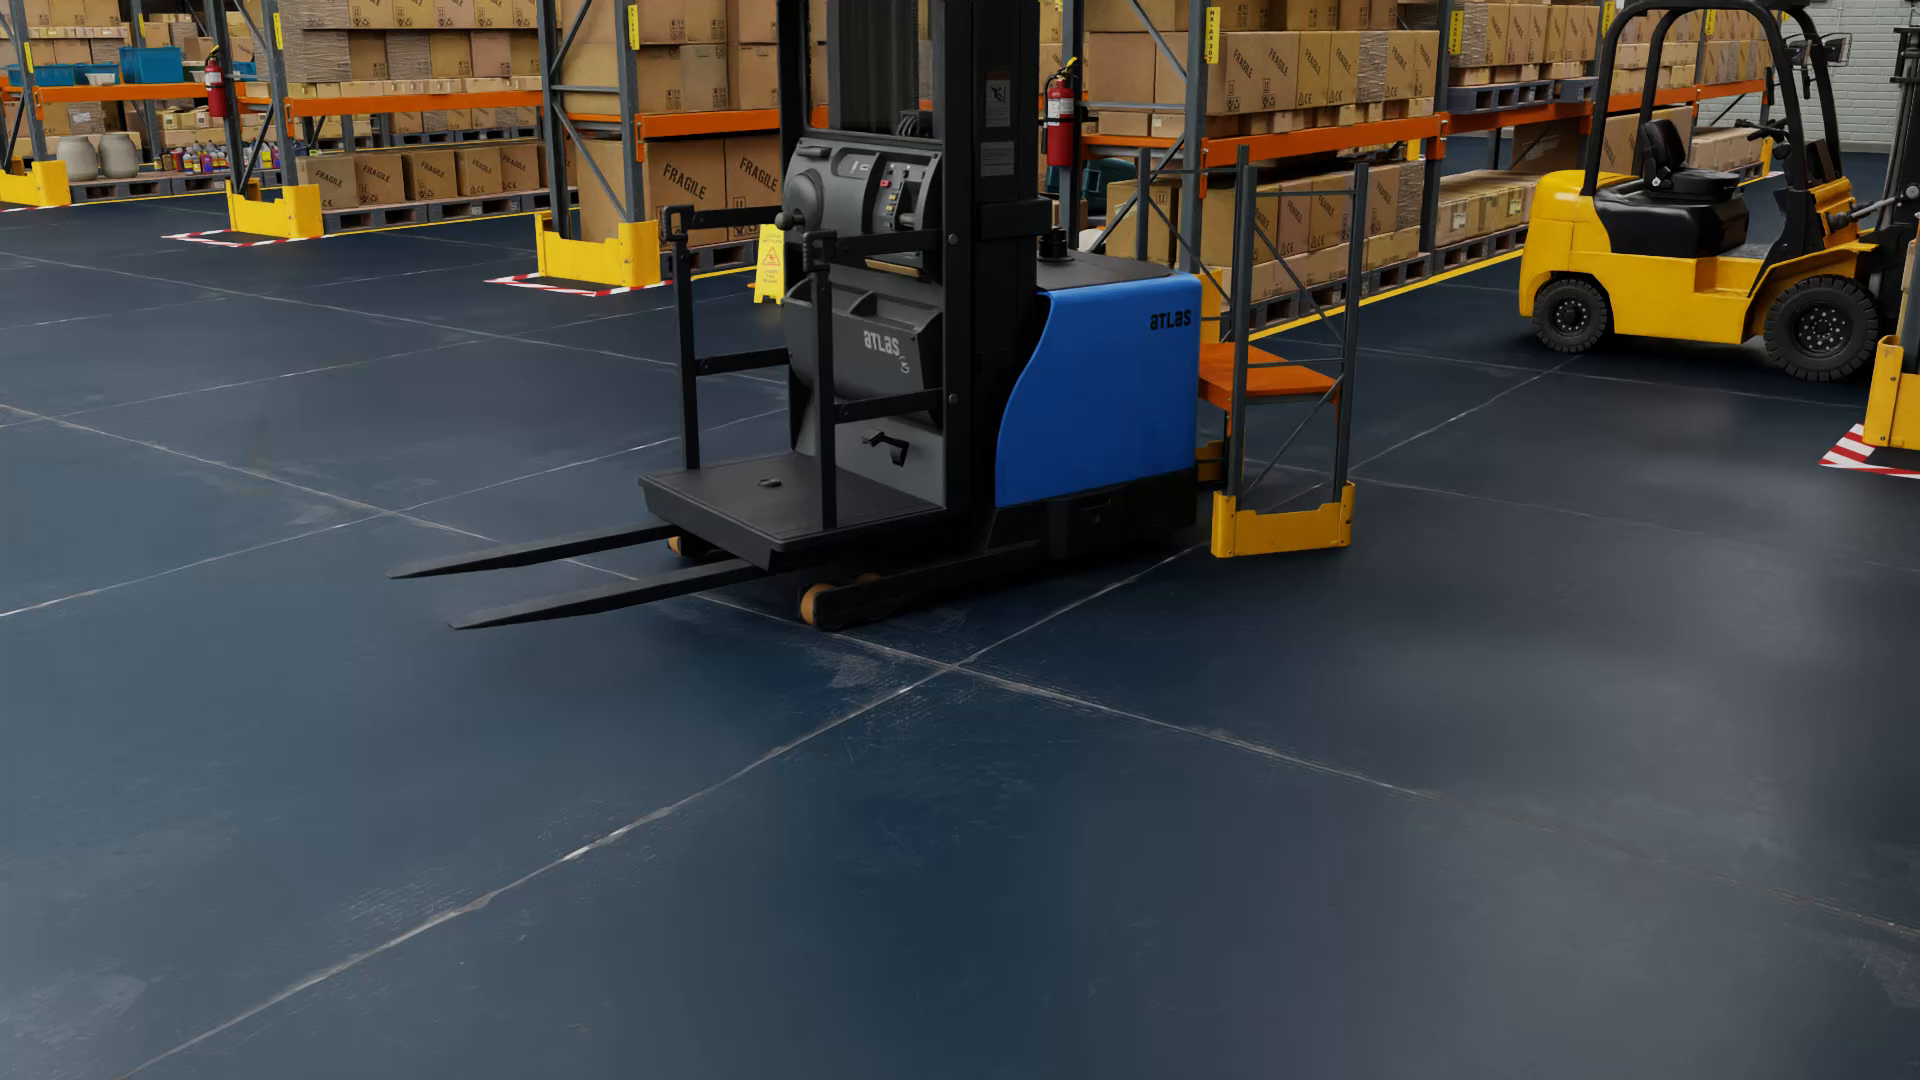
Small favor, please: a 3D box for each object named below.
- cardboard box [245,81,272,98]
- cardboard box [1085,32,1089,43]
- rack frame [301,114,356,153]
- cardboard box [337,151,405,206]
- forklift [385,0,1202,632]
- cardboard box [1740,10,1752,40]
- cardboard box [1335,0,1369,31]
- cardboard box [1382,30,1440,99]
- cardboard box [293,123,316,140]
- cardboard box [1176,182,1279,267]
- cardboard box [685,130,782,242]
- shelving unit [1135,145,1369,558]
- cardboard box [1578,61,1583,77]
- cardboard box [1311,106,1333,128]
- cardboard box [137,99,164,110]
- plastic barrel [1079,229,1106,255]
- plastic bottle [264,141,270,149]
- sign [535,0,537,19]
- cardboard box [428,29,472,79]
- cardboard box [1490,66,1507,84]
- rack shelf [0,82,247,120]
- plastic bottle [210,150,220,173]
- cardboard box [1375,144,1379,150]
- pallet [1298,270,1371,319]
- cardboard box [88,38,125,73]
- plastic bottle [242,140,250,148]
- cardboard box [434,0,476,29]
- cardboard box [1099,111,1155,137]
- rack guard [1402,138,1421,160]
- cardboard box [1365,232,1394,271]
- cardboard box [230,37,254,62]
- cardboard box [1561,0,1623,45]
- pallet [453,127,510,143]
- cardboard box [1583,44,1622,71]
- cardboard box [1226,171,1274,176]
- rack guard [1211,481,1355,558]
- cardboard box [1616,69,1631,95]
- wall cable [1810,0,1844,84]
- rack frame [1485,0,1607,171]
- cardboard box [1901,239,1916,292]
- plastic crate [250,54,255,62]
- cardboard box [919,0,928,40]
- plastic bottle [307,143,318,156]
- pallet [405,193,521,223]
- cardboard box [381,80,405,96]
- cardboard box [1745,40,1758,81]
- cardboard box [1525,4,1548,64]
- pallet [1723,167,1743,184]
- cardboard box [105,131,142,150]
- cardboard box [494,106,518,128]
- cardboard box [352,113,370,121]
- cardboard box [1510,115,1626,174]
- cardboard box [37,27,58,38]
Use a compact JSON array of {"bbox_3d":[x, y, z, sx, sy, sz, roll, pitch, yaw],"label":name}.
[{"bbox_3d":[-6.868,-4.470,16.503,0.380,0.149,0.250,12,21,35],"label":"cardboard box"},{"bbox_3d":[1.242,-5.790,18.475,0.700,0.500,0.500,12,21,34],"label":"cardboard box"},{"bbox_3d":[-8.467,-6.313,22.016,1.000,3.000,0.127,12,21,35],"label":"rack frame"},{"bbox_3d":[-6.158,-3.786,17.385,0.500,0.500,0.500,-13,22,-36],"label":"cardboard box"},{"bbox_3d":[-0.531,-1.261,5.862,3.031,2.935,1.130,-12,21,-34],"label":"forklift"},{"bbox_3d":[9.637,-6.547,20.914,0.500,0.500,0.500,12,21,34],"label":"cardboard box"},{"bbox_3d":[2.712,-4.170,12.758,0.700,0.500,0.500,13,21,35],"label":"cardboard box"},{"bbox_3d":[3.405,-3.727,13.017,0.500,0.500,0.500,12,21,33],"label":"cardboard box"},{"bbox_3d":[-10.783,-6.619,26.927,0.500,0.250,0.500,13,21,36],"label":"cardboard box"},{"bbox_3d":[1.803,-2.129,11.205,0.500,0.500,0.500,12,21,33],"label":"cardboard box"},{"bbox_3d":[-2.076,-3.154,14.716,0.875,0.875,0.875,12,21,34],"label":"cardboard box"},{"bbox_3d":[1.142,-0.823,6.866,0.587,1.500,1.083,-5,18,-16],"label":"shelving unit"},{"bbox_3d":[5.745,-4.524,15.969,0.380,0.149,0.250,13,21,36],"label":"cardboard box"},{"bbox_3d":[2.423,-3.021,11.838,0.380,0.149,0.250,12,21,33],"label":"cardboard box"},{"bbox_3d":[-14.827,-7.750,30.116,0.700,0.500,0.500,12,21,35],"label":"cardboard box"},{"bbox_3d":[1.101,-2.263,13.318,0.421,0.421,0.512,-4,18,-13],"label":"plastic barrel"},{"bbox_3d":[-9.165,-5.114,21.878,0.144,0.351,0.185,12,21,35],"label":"plastic bottle"},{"bbox_3d":[-3.377,-4.350,13.342,0.100,0.325,0.005,12,21,35],"label":"sign"},{"bbox_3d":[-5.681,-5.170,17.664,0.875,0.500,0.500,12,21,35],"label":"cardboard box"},{"bbox_3d":[4.503,-4.036,14.398,0.380,0.149,0.250,13,21,36],"label":"cardboard box"},{"bbox_3d":[-9.658,-5.493,20.589,1.077,0.370,4.000,12,21,35],"label":"rack shelf"},{"bbox_3d":[-9.315,-4.726,20.763,0.097,0.271,0.097,0,17,0],"label":"plastic bottle"},{"bbox_3d":[6.003,-5.885,24.734,0.380,0.149,0.250,13,21,35],"label":"cardboard box"},{"bbox_3d":[2.372,-1.897,12.497,1.003,0.211,1.213,12,21,35],"label":"pallet"},{"bbox_3d":[-12.702,-7.130,24.479,0.700,0.500,0.500,12,21,33],"label":"cardboard box"},{"bbox_3d":[-9.393,-5.094,21.816,0.144,0.351,0.185,11,21,32],"label":"plastic bottle"},{"bbox_3d":[-5.432,-5.593,17.340,0.500,0.500,0.500,12,21,35],"label":"cardboard box"},{"bbox_3d":[1.137,-2.741,10.936,0.380,0.149,0.250,13,22,37],"label":"cardboard box"},{"bbox_3d":[6.539,-6.184,25.814,1.175,0.500,0.348,12,21,35],"label":"rack guard"},{"bbox_3d":[3.024,-2.257,12.883,0.500,0.250,0.500,12,21,33],"label":"cardboard box"},{"bbox_3d":[-11.360,-7.662,26.190,0.500,0.500,0.500,12,21,35],"label":"cardboard box"},{"bbox_3d":[6.343,-5.239,16.702,0.500,0.500,0.500,12,21,33],"label":"cardboard box"},{"bbox_3d":[-8.857,-7.271,29.802,1.003,0.211,1.213,12,21,35],"label":"pallet"},{"bbox_3d":[6.353,-4.884,16.822,0.500,0.250,0.500,12,21,34],"label":"cardboard box"},{"bbox_3d":[1.969,-2.460,12.273,0.500,0.500,0.500,12,21,33],"label":"cardboard box"},{"bbox_3d":[1.282,-0.085,6.595,0.587,0.250,0.087,-5,18,-16],"label":"rack guard"},{"bbox_3d":[6.638,-4.765,17.285,0.500,0.250,0.500,12,21,33],"label":"cardboard box"},{"bbox_3d":[13.961,-8.392,26.945,0.585,1.953,0.123,12,21,35],"label":"wall cable"},{"bbox_3d":[5.853,-4.640,16.626,1.000,3.000,0.127,12,21,35],"label":"rack frame"},{"bbox_3d":[5.099,-1.388,8.397,0.500,0.250,0.500,13,22,37],"label":"cardboard box"},{"bbox_3d":[-8.881,-6.181,21.696,0.767,0.338,0.504,12,21,35],"label":"plastic crate"},{"bbox_3d":[-0.813,-5.043,15.852,0.875,0.550,0.550,12,21,35],"label":"cardboard box"},{"bbox_3d":[-8.489,-5.053,21.797,0.061,0.283,0.133,14,22,37],"label":"plastic bottle"},{"bbox_3d":[-5.587,-3.648,18.136,1.003,0.211,1.213,12,21,35],"label":"pallet"},{"bbox_3d":[-5.899,-4.626,17.005,0.380,0.149,0.250,12,21,35],"label":"cardboard box"},{"bbox_3d":[9.935,-6.190,21.450,0.500,0.500,0.500,13,22,36],"label":"cardboard box"},{"bbox_3d":[4.880,-4.497,14.790,0.500,0.500,0.500,11,21,32],"label":"cardboard box"},{"bbox_3d":[9.479,-4.720,21.586,1.003,0.211,1.213,12,21,35],"label":"pallet"},{"bbox_3d":[-12.543,-5.928,24.703,0.500,0.250,0.500,12,21,35],"label":"cardboard box"},{"bbox_3d":[-8.340,-7.707,29.978,0.500,0.500,0.500,13,21,35],"label":"cardboard box"},{"bbox_3d":[-10.174,-7.129,27.626,0.500,0.311,0.500,13,22,36],"label":"cardboard box"},{"bbox_3d":[6.331,-3.975,17.362,0.875,0.875,0.875,12,21,34],"label":"cardboard box"},{"bbox_3d":[-13.040,-7.202,23.616,0.380,0.149,0.250,12,21,34],"label":"cardboard box"}]
